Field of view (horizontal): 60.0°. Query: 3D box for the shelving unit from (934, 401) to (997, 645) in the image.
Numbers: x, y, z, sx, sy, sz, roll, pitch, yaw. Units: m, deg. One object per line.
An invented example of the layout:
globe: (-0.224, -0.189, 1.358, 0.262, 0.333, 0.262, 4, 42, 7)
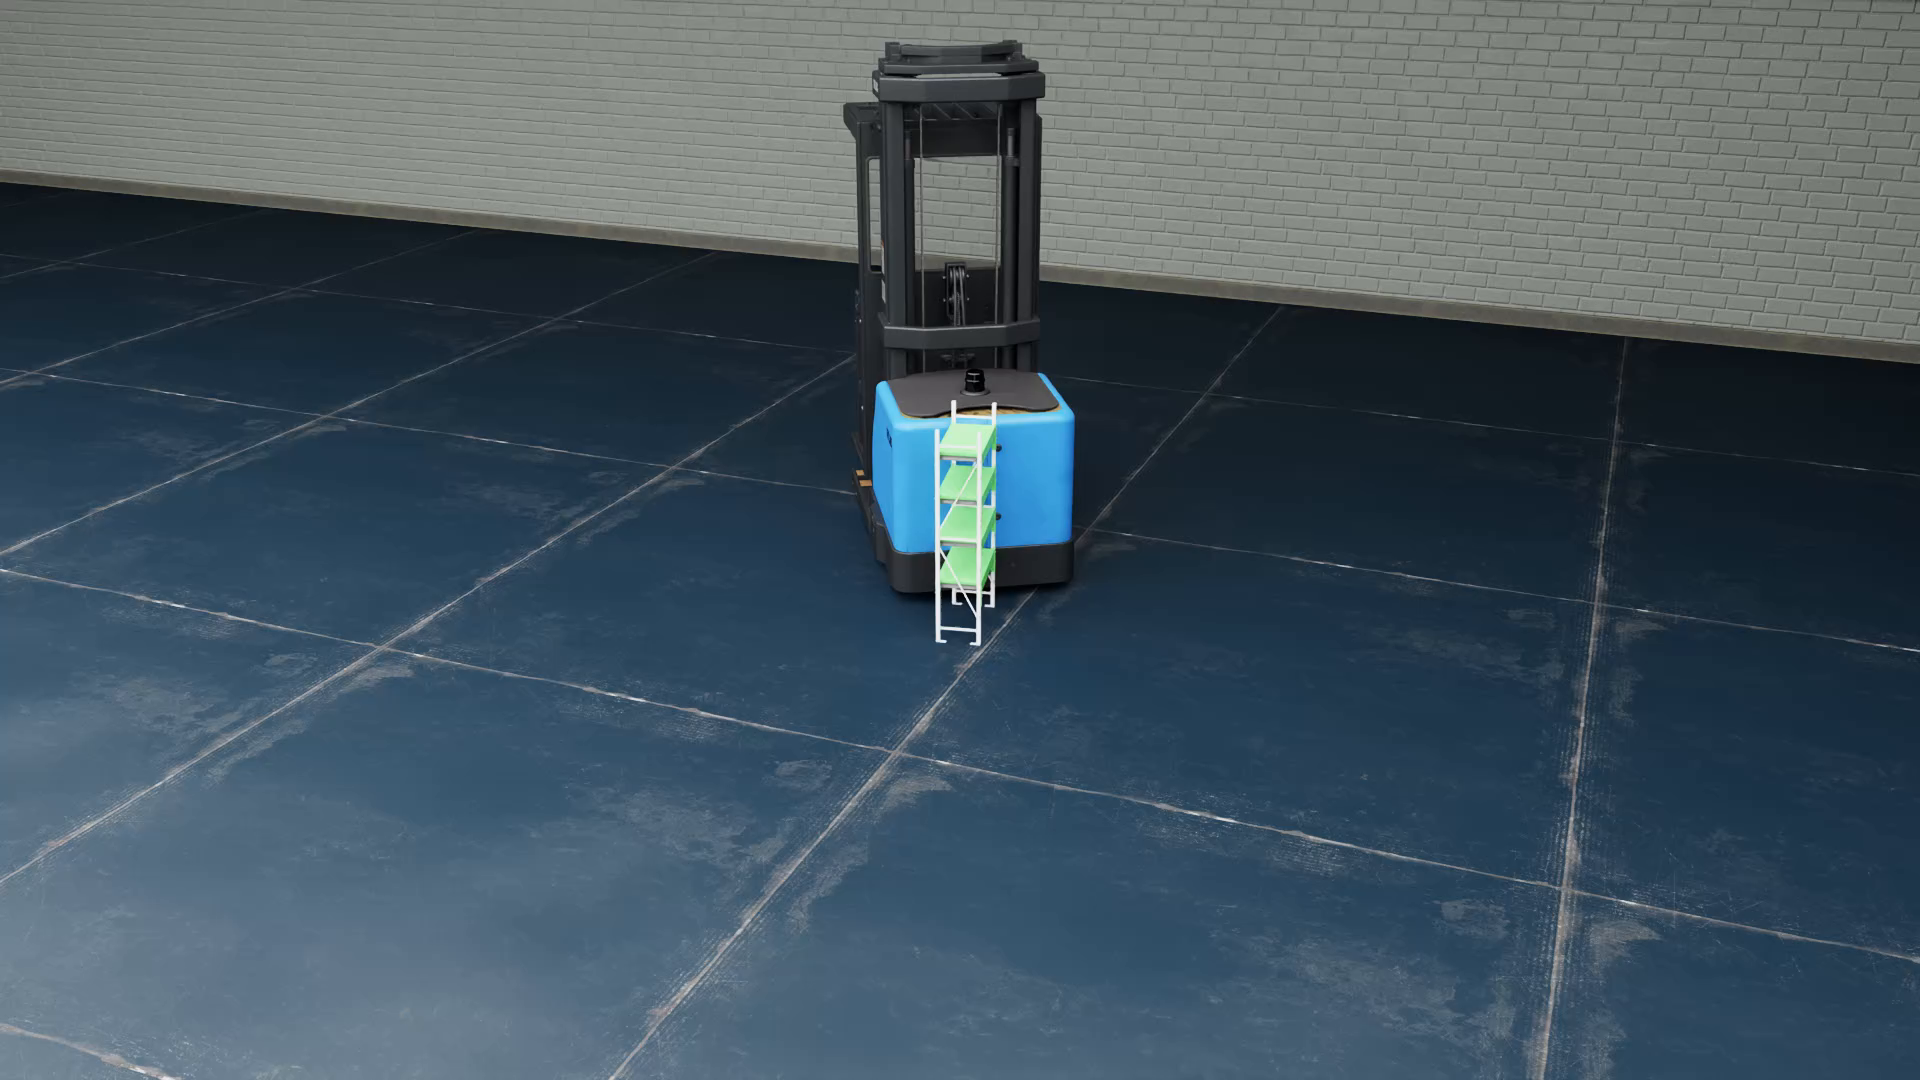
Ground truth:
shelving unit: (0.034, -0.092, 8.914, 0.258, 1.200, 0.503, 4, 23, 9)

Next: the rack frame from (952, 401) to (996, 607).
rack frame: (0.075, -0.185, 9.136, 0.240, 1.200, 0.015, 4, 23, 9)

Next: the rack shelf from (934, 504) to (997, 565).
rack shelf: (0.034, -0.033, 8.939, 0.258, 0.148, 0.480, 4, 23, 9)

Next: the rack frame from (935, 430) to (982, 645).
rack frame: (-0.008, 0.000, 8.693, 0.240, 1.200, 0.015, 4, 23, 9)

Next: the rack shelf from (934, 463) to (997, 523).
rack shelf: (0.034, -0.255, 8.847, 0.258, 0.148, 0.480, 4, 23, 9)

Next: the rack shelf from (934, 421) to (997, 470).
rack shelf: (0.034, -0.476, 8.754, 0.258, 0.148, 0.480, 4, 23, 9)

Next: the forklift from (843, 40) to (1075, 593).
forklift: (-0.107, -1.591, 10.255, 1.130, 2.935, 3.031, -4, 23, -9)

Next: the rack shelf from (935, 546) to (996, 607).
rack shelf: (0.034, 0.188, 9.032, 0.258, 0.148, 0.480, 4, 23, 9)
